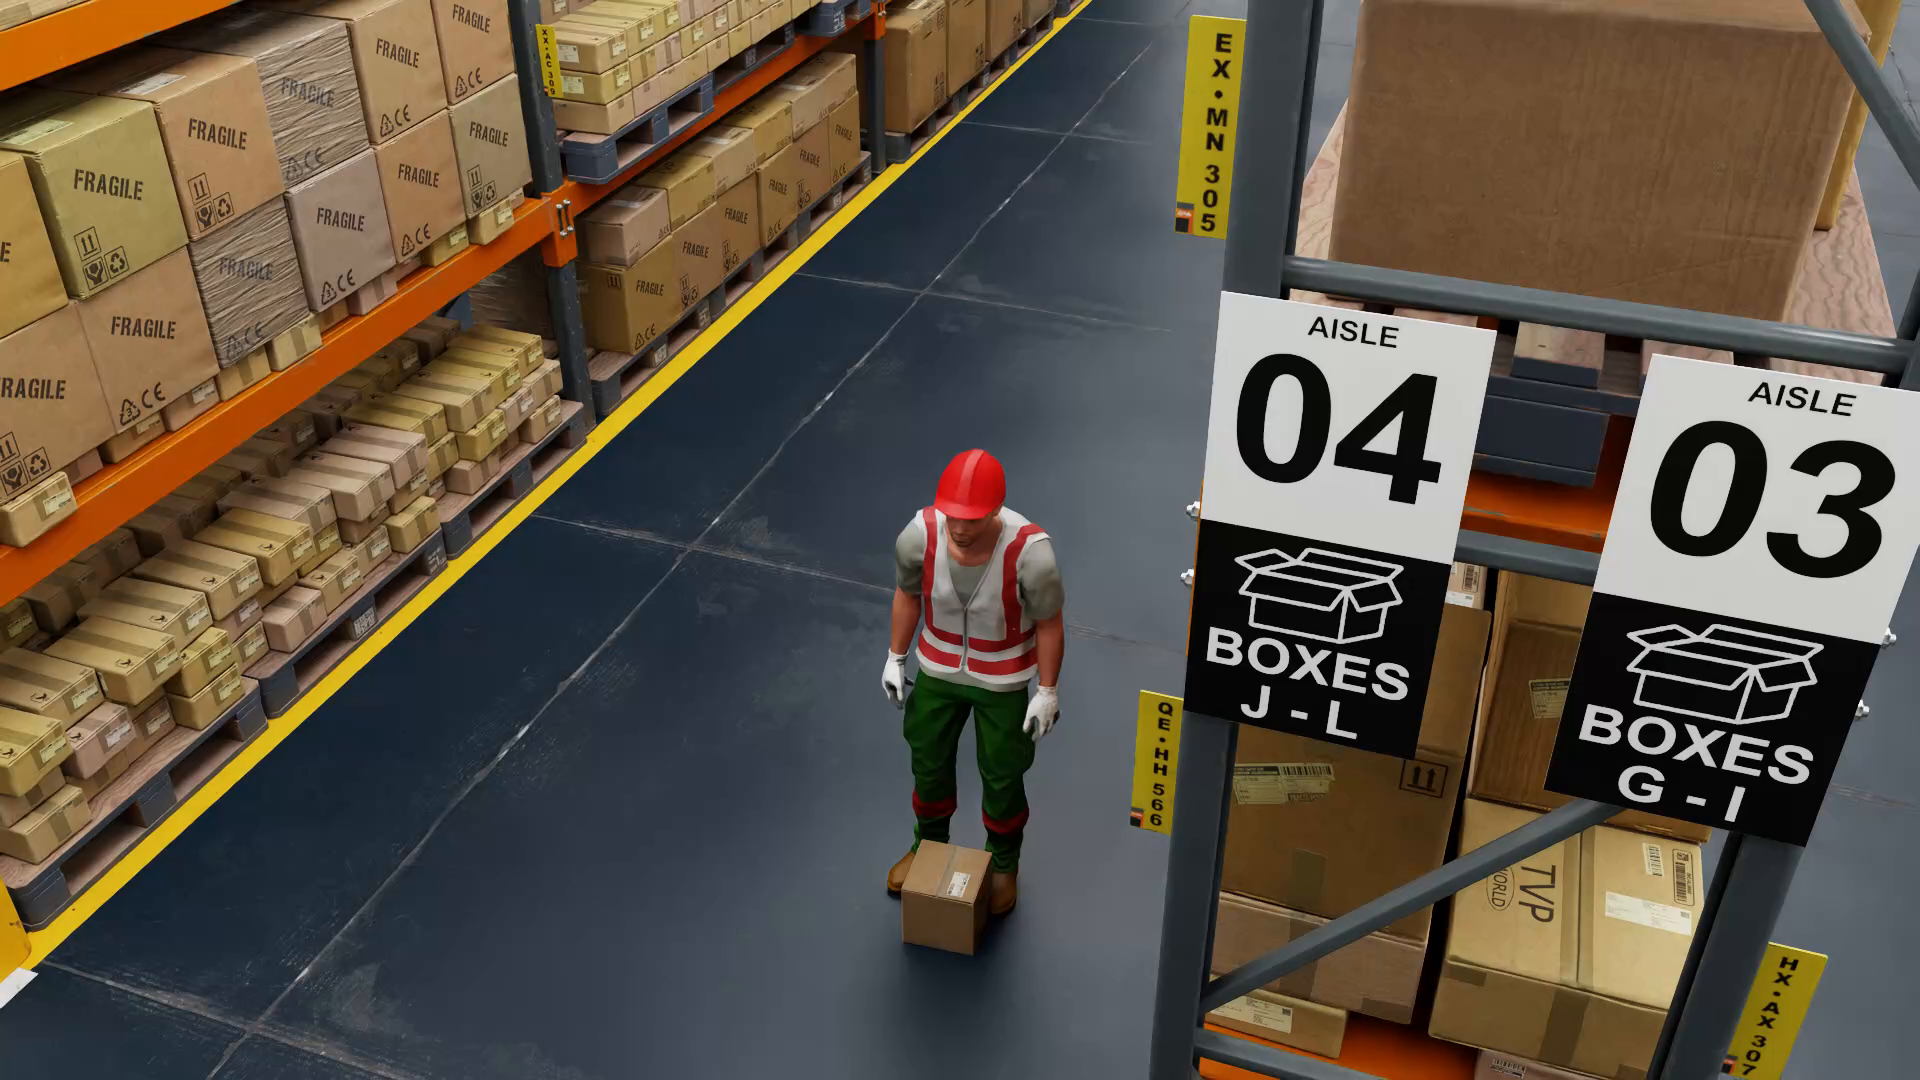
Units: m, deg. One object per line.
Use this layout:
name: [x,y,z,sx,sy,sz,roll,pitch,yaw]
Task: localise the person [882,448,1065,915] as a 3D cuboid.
person: [4.987,-1.758,8.838,7.255,1.779,11.425,11,34,16]
